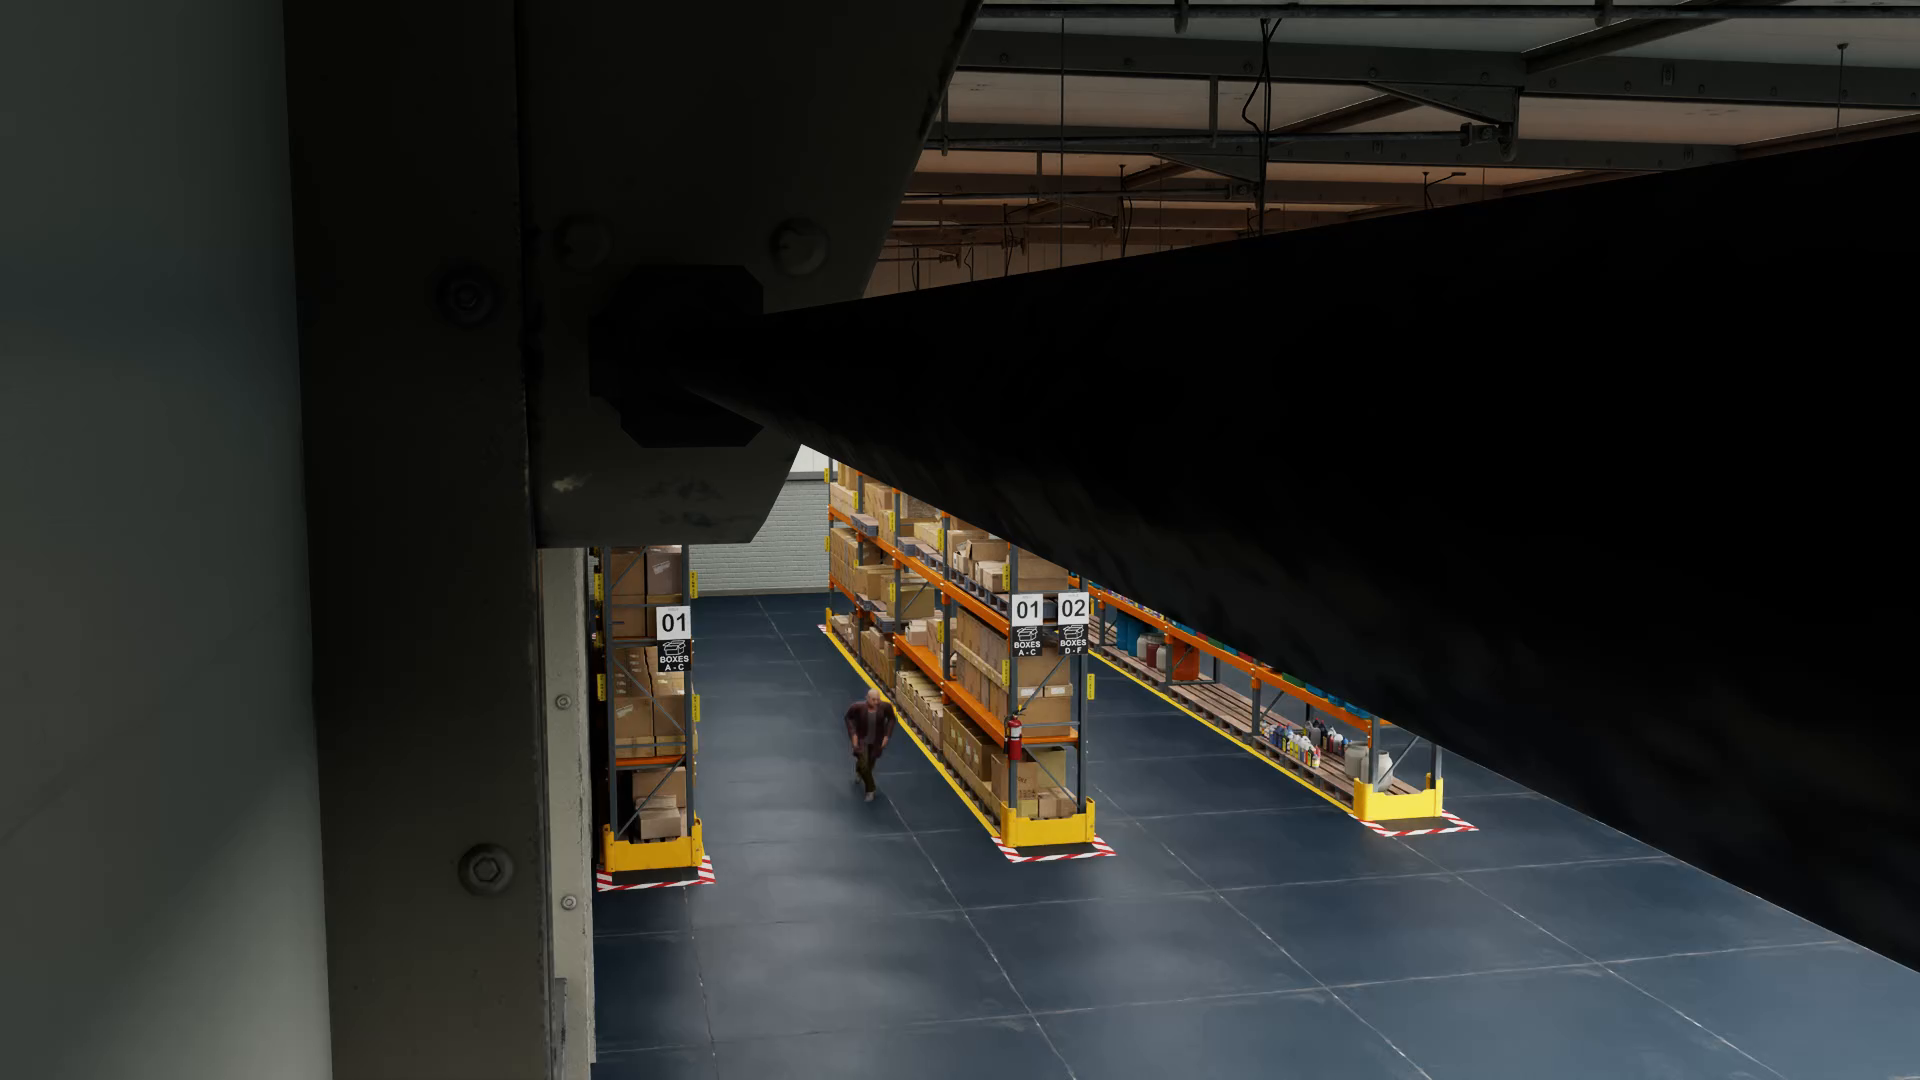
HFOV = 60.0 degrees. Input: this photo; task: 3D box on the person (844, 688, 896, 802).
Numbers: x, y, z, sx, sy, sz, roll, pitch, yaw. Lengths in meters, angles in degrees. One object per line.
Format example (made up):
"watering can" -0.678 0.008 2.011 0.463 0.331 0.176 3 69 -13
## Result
"person" -1.283 2.795 23.273 0.716 1.626 1.062 -2 7 -14
